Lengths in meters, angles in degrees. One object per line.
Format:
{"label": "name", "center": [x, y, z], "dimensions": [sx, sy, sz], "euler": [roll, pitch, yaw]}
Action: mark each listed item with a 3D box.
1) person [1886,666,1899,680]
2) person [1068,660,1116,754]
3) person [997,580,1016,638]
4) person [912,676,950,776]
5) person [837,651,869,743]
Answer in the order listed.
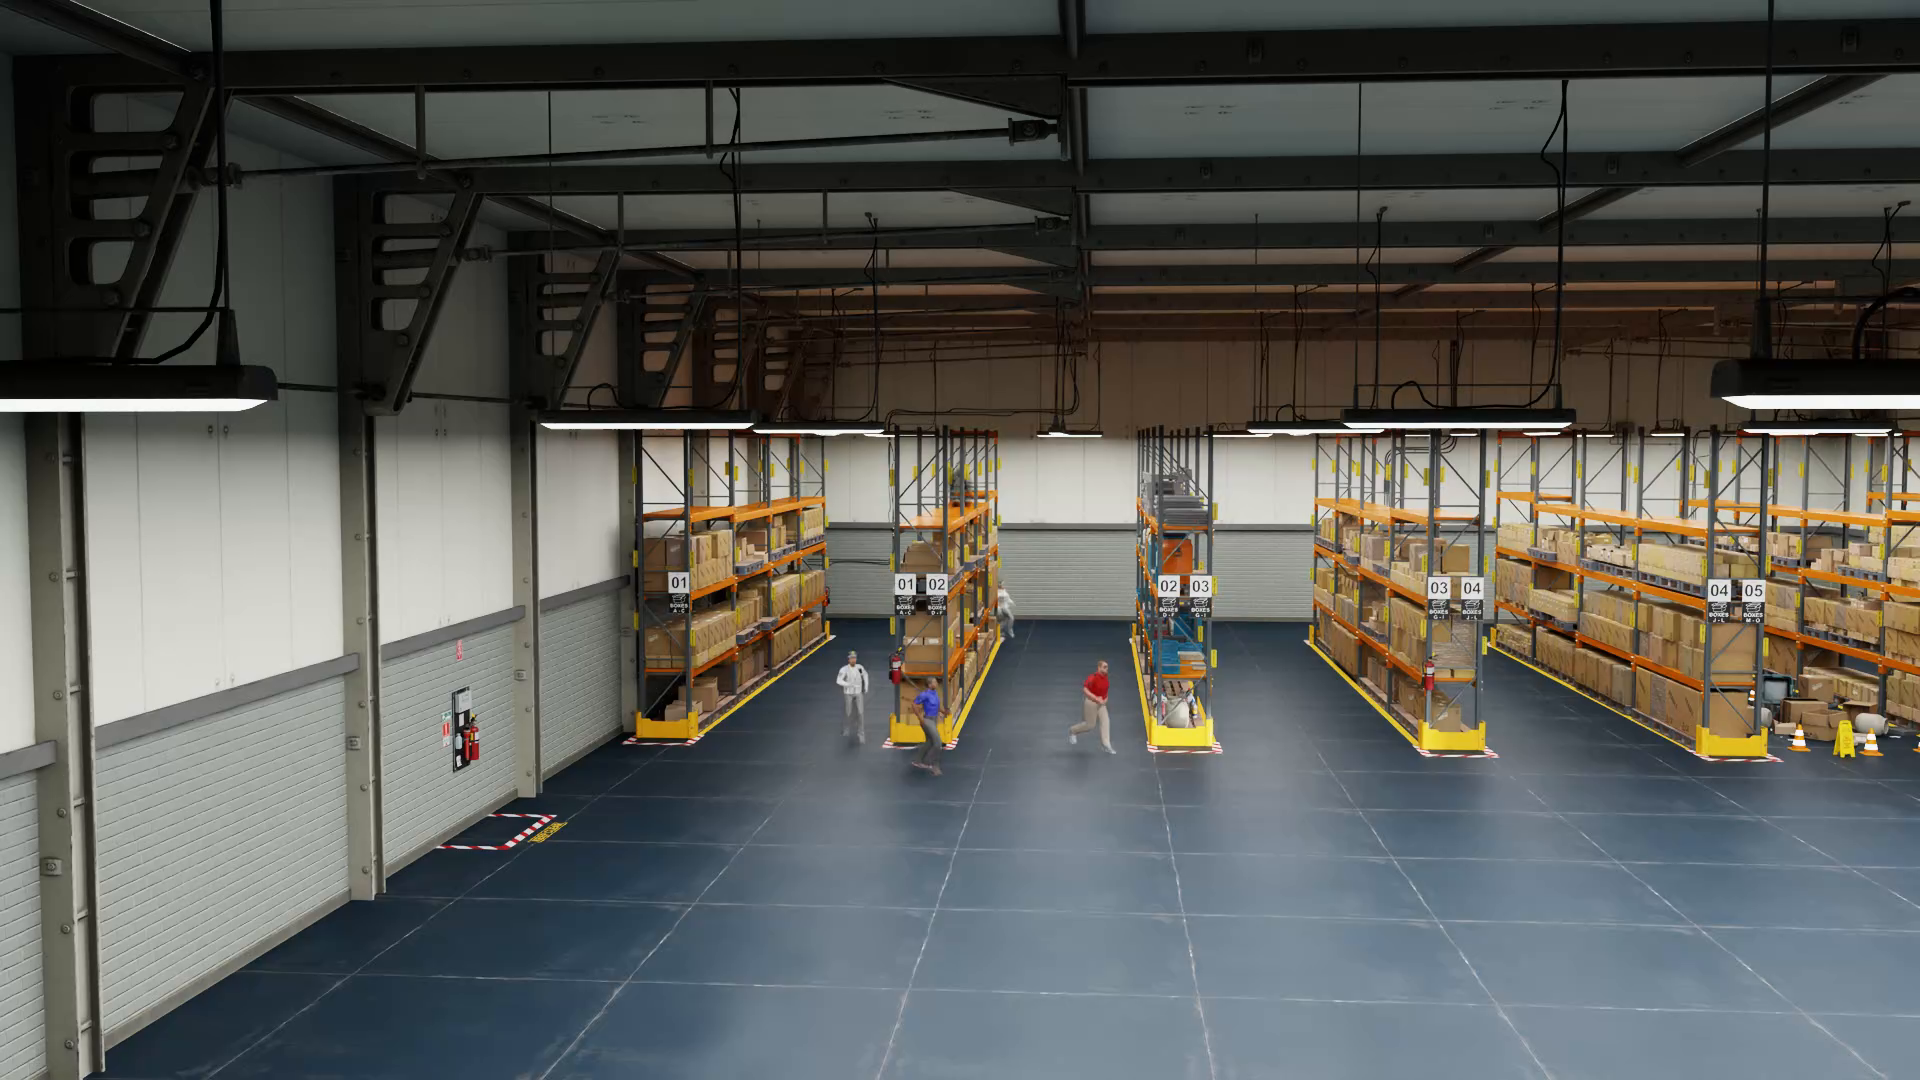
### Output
{"label": "person", "center": [21.346, 2.588, 38.038], "dimensions": [0.708, 1.766, 0.823], "euler": [0, 3, -2]}
{"label": "person", "center": [2.467, 3.039, 30.568], "dimensions": [1.065, 1.692, 0.693], "euler": [3, 4, 39]}
{"label": "person", "center": [1.313, 2.009, 48.311], "dimensions": [0.640, 1.700, 0.653], "euler": [1, 4, 22]}
{"label": "person", "center": [-0.522, 3.196, 28.559], "dimensions": [0.725, 1.721, 0.586], "euler": [1, 4, 23]}
{"label": "person", "center": [-2.045, 2.972, 31.719], "dimensions": [0.646, 1.751, 0.785], "euler": [-1, 4, -16]}
